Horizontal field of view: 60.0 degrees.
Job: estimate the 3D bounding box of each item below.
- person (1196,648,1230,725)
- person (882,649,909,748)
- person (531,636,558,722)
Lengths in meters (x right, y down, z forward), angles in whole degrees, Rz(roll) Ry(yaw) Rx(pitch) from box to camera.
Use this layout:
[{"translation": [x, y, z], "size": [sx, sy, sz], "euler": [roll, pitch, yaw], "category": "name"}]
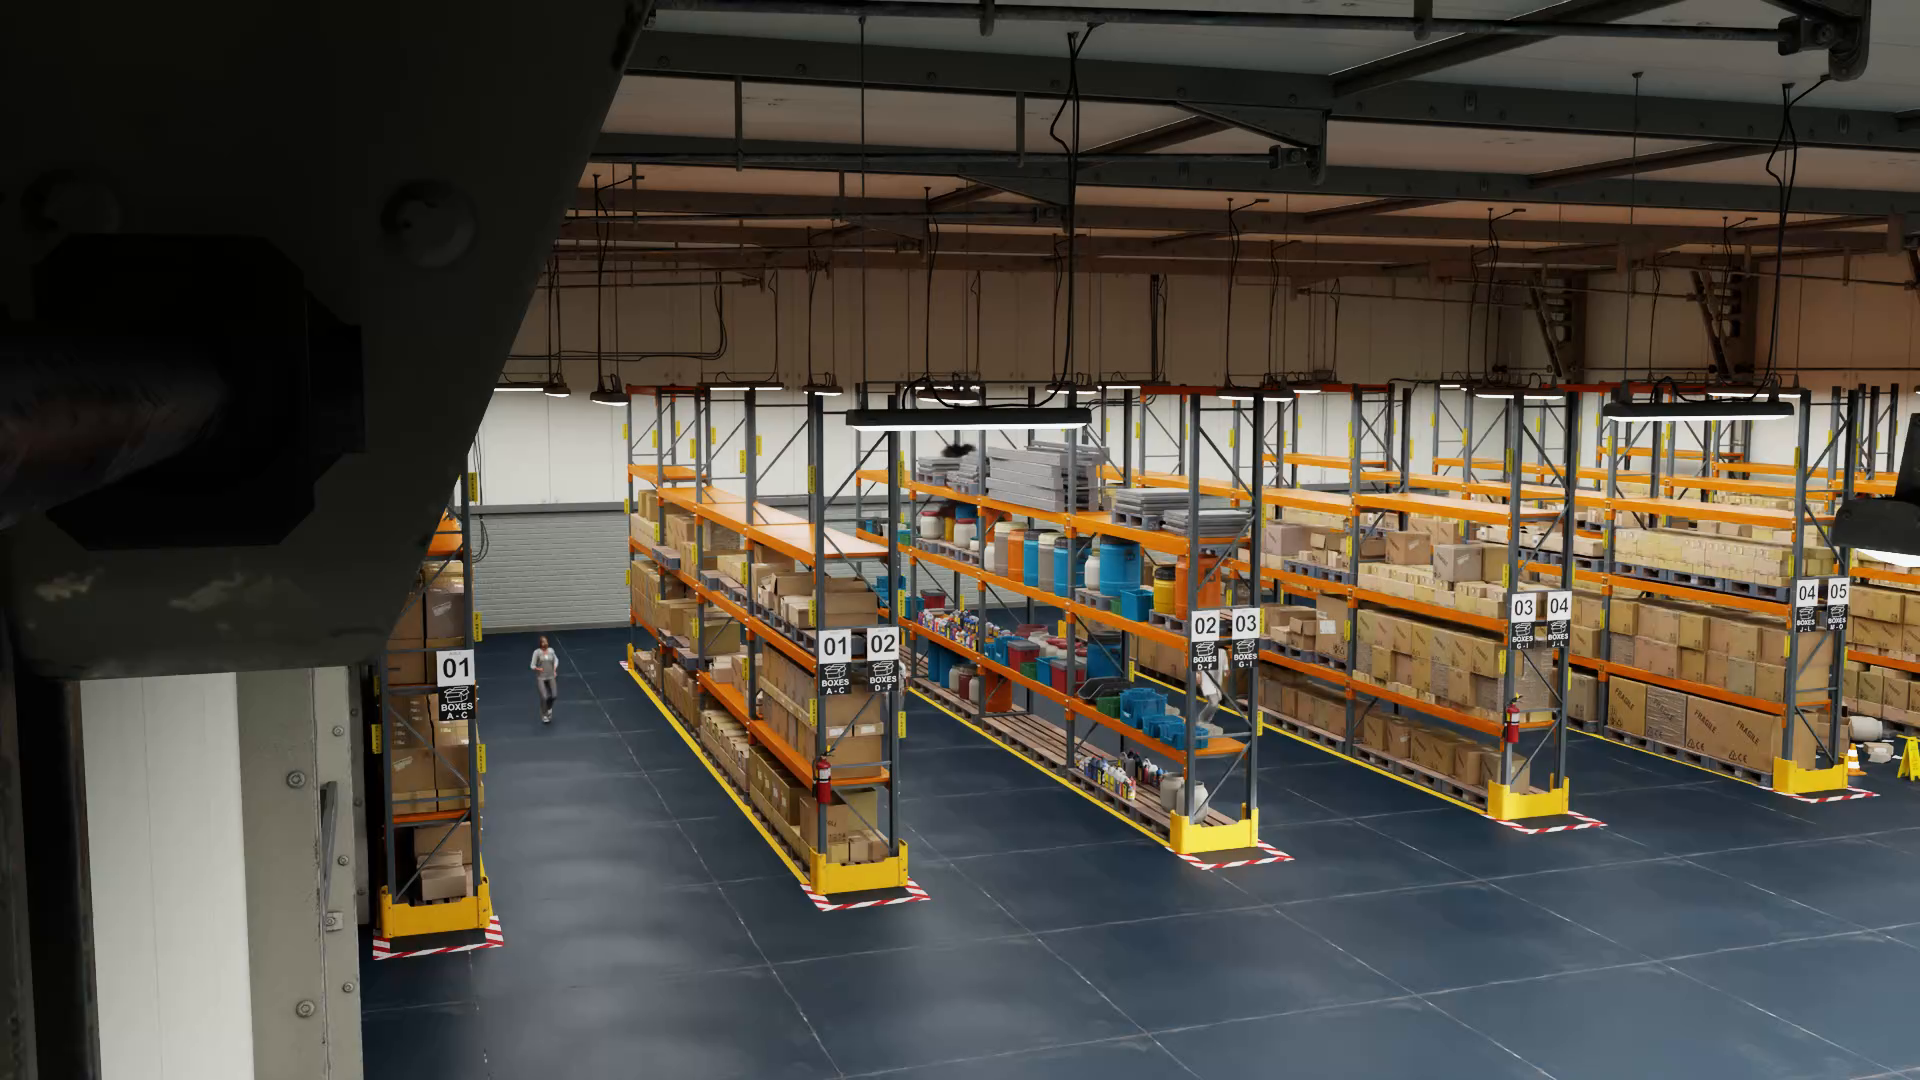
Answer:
[{"translation": [4.339, 2.502, 28.655], "size": [0.695, 1.737, 0.709], "euler": [-3, 7, -29], "category": "person"}, {"translation": [-1.142, 2.611, 28.065], "size": [0.590, 1.683, 0.743], "euler": [-2, 6, -18], "category": "person"}, {"translation": [-7.378, 2.489, 29.682], "size": [0.523, 1.555, 0.534], "euler": [-3, 7, -28], "category": "person"}]
